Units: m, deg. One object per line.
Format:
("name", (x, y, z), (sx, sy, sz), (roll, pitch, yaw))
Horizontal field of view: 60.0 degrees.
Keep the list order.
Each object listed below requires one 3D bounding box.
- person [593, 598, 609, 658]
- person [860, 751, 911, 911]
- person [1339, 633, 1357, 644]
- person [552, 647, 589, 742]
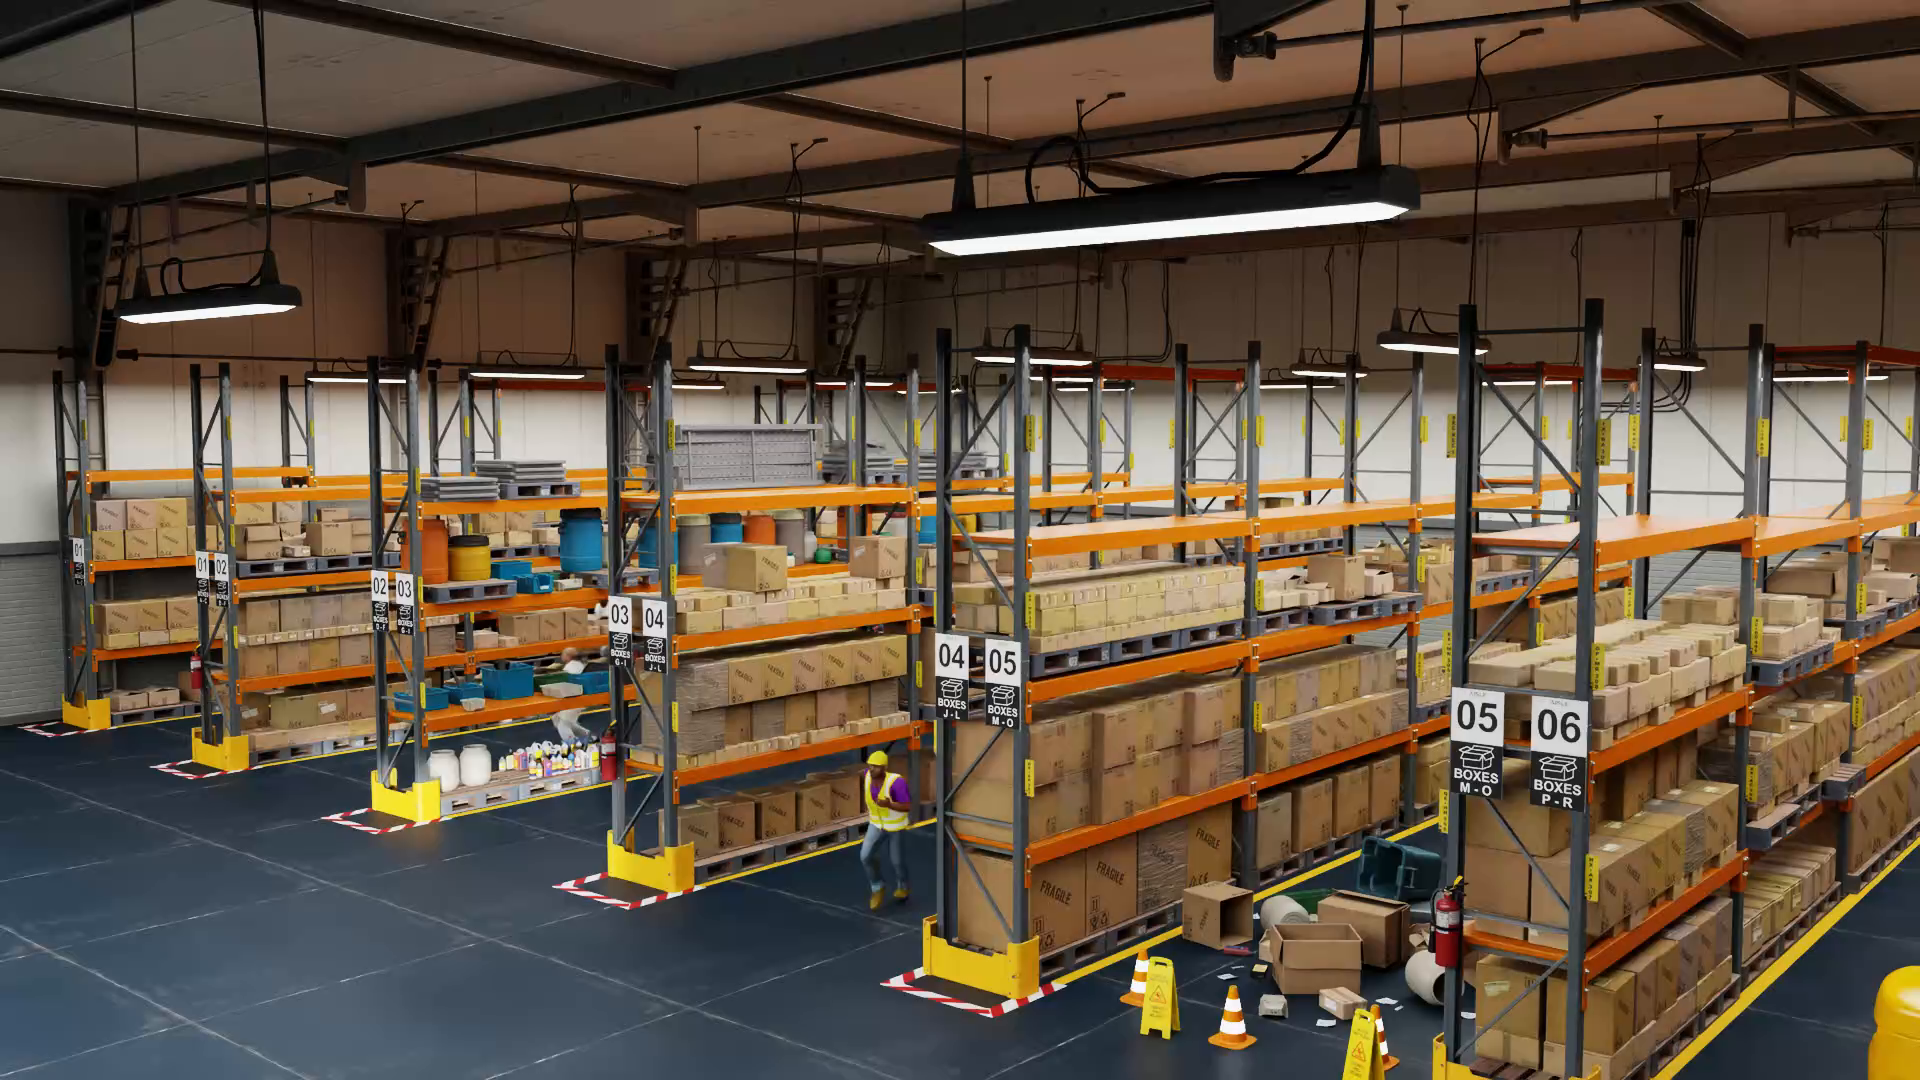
("person", (-6.984, 1.882, 33.118), (0.694, 1.820, 0.953), (3, 5, 33))
("person", (-0.771, 3.036, 17.521), (0.684, 1.715, 0.917), (2, 4, 23))
("person", (7.581, 1.923, 32.889), (0.642, 1.752, 0.588), (-2, 5, -26))
("person", (-5.945, 2.483, 25.407), (0.554, 1.728, 0.819), (-1, 4, -16))
